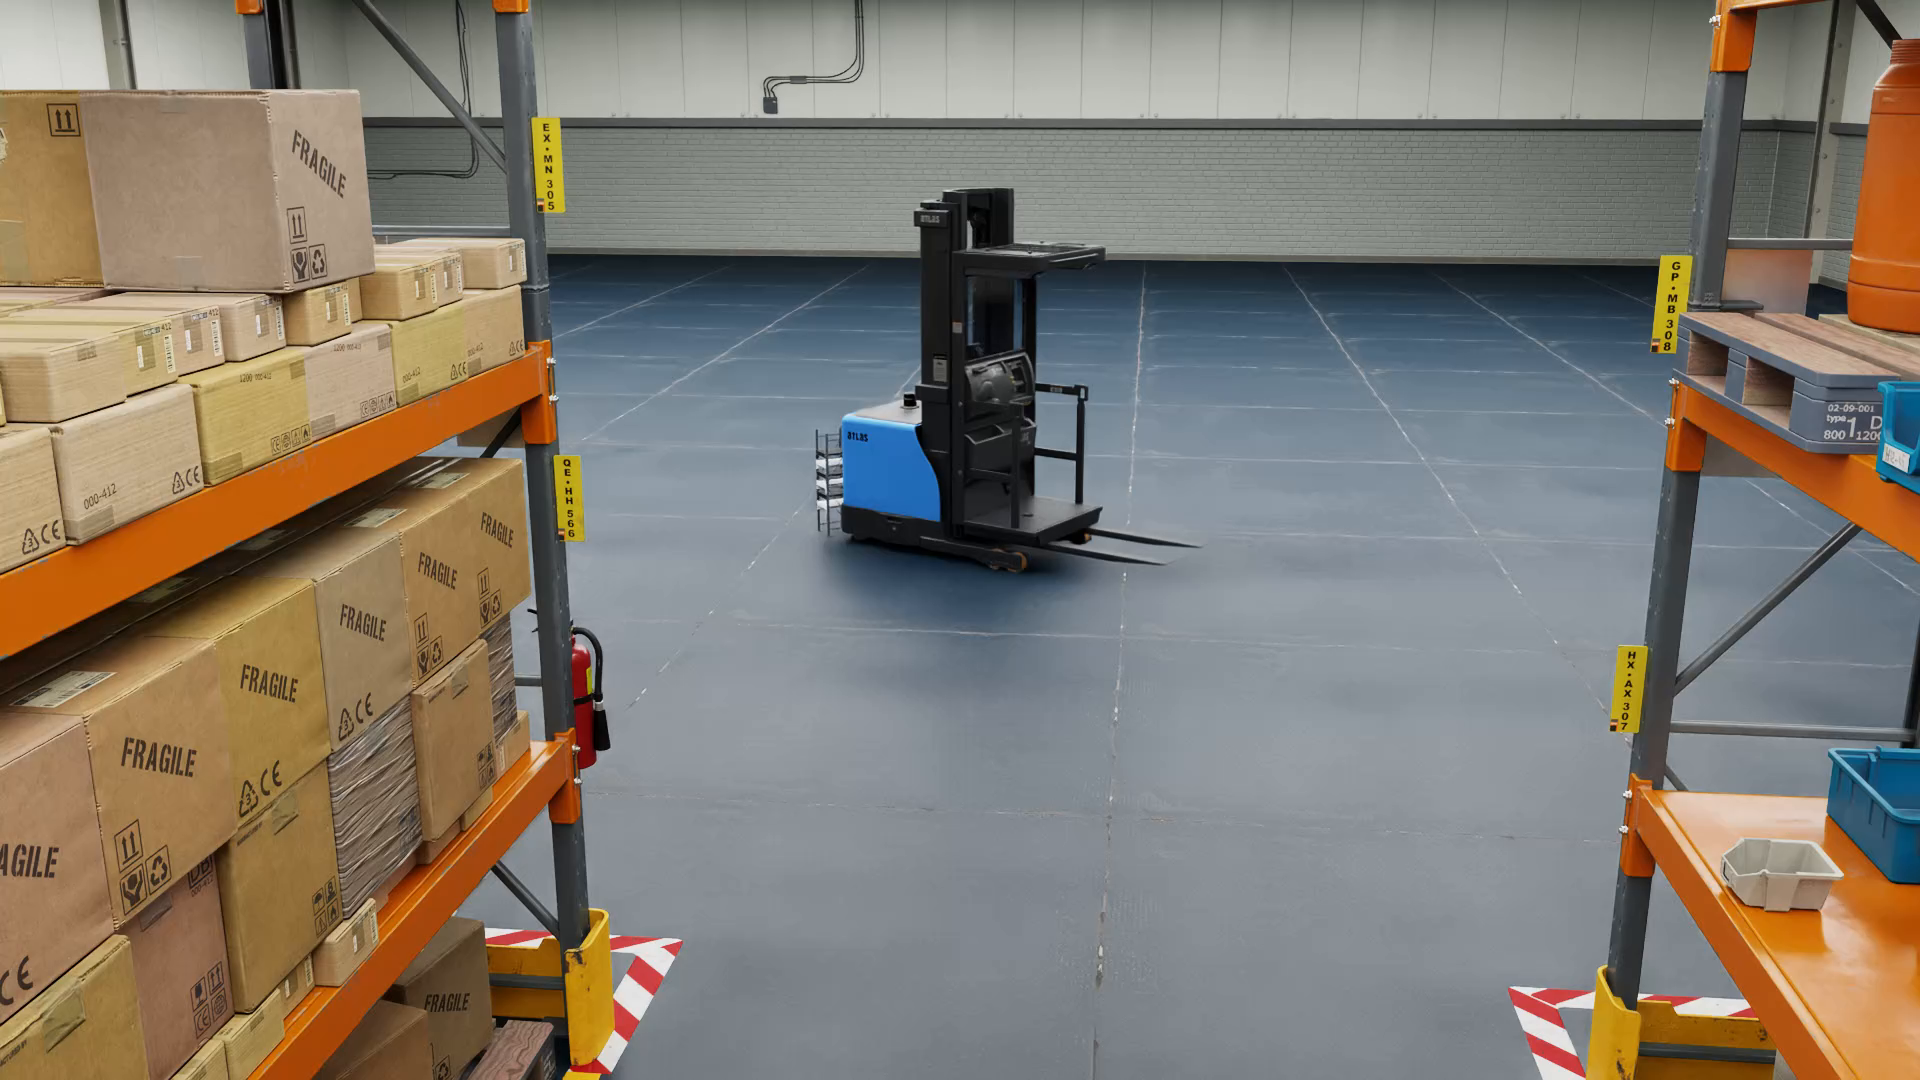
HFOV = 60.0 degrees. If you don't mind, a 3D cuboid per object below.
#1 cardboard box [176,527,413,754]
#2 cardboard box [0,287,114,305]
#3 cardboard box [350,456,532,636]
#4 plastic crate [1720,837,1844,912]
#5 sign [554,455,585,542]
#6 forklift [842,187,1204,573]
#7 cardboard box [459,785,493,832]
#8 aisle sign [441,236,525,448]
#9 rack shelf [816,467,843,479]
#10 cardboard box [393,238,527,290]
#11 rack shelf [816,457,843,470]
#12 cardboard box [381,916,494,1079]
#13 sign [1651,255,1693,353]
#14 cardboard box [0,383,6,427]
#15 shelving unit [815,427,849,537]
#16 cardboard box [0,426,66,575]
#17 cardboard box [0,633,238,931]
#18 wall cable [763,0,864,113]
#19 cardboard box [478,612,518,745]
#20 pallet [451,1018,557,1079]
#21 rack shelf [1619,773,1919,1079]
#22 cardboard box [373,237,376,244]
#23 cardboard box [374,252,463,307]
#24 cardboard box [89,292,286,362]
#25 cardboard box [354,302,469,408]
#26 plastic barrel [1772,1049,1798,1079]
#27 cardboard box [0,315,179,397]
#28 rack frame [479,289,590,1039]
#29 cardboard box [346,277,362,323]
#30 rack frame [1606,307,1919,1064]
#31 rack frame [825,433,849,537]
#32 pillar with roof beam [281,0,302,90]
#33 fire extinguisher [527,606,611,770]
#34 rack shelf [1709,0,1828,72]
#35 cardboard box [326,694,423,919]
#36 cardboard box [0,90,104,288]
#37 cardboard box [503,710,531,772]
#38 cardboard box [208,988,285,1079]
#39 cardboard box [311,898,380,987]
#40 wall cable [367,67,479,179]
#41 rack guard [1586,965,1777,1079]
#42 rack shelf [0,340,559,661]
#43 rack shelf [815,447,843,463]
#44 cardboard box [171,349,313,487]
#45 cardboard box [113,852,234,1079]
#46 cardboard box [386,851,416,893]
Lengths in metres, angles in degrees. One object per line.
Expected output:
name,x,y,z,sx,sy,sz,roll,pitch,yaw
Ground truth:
cardboard box,-1.922,0.272,4.734,0.500,0.500,0.500,2,15,6
cardboard box,-2.419,-0.564,4.280,0.380,0.149,0.250,2,15,6
cardboard box,-1.812,0.012,5.694,0.500,0.500,0.500,2,15,6
plastic crate,2.505,1.032,5.102,0.298,0.136,0.250,2,15,6
sign,-1.446,-0.153,6.159,0.100,0.325,0.005,2,15,6
forklift,0.498,-1.308,13.384,3.031,2.935,1.130,10,18,33
cardboard box,-1.828,0.869,5.682,0.380,0.149,0.250,2,15,6
aisle sign,-1.690,-0.725,6.118,0.394,0.787,0.004,2,15,6
rack shelf,-1.080,-0.555,14.274,0.258,0.077,0.200,-8,17,-28
cardboard box,-1.717,-0.950,5.706,0.380,0.149,0.250,2,15,6
rack shelf,-1.080,-0.642,14.251,0.258,0.077,0.200,-8,17,-28
cardboard box,-2.082,1.702,6.105,0.500,0.500,0.500,5,16,17
sign,2.380,-0.787,5.563,0.100,0.325,0.005,2,15,6
cardboard box,-2.105,-0.275,3.209,0.380,0.149,0.250,2,15,8
shelving unit,-1.080,-0.501,14.289,0.258,0.900,0.210,-8,17,-28
cardboard box,-2.087,-0.048,3.134,0.500,0.250,0.500,2,15,6
cardboard box,-2.031,0.531,3.775,0.500,0.500,0.500,2,15,6
wall cable,-3.286,-12.506,36.658,2.305,6.003,0.169,2,15,6
cardboard box,-2.085,0.487,5.854,0.875,0.500,0.500,2,15,6
pallet,-2.131,2.112,5.946,1.003,0.211,1.213,2,15,6
rack shelf,2.700,1.549,4.067,1.077,0.370,4.000,2,15,6
cardboard box,-2.256,-0.967,5.768,0.380,0.149,0.250,2,15,6
cardboard box,-1.784,-0.812,5.195,0.380,0.149,0.250,1,15,4
cardboard box,-1.948,-0.543,4.201,0.380,0.149,0.250,1,15,3
cardboard box,-1.851,-0.577,5.089,0.500,0.250,0.500,2,15,7
plastic barrel,2.928,1.854,5.522,0.421,0.512,0.421,0,15,0
cardboard box,-1.994,-0.408,3.703,0.380,0.149,0.250,1,15,5
rack frame,-1.995,0.537,6.431,1.000,3.000,0.127,2,15,6
cardboard box,-1.941,-0.686,4.728,0.380,0.149,0.250,2,15,7
rack frame,2.926,0.683,5.891,1.000,3.000,0.127,2,15,6
rack frame,-1.030,-0.477,14.204,0.240,0.900,0.006,-8,17,-28
pillar with roof beam,-10.086,-10.296,35.001,9.100,9.000,0.400,2,15,6
fire extinguisher,-1.525,0.558,6.500,0.296,0.674,0.183,2,15,6
rack shelf,2.700,-1.154,3.336,1.077,0.370,4.000,2,15,6
cardboard box,-2.121,0.748,4.887,0.875,0.500,0.500,2,15,6
cardboard box,-2.431,-0.967,4.527,0.500,0.500,0.500,2,15,6
cardboard box,-1.822,0.738,6.168,0.380,0.149,0.250,2,15,6
cardboard box,-1.968,1.259,4.240,0.380,0.149,0.250,2,15,6
cardboard box,-1.887,1.130,4.717,0.380,0.149,0.250,2,15,6
wall cable,-12.717,-9.649,38.556,3.097,2.526,0.112,2,15,6
rack guard,2.964,1.910,6.139,1.175,0.500,0.348,2,15,6
rack shelf,-2.221,-0.045,4.215,1.077,0.370,4.000,2,15,6
rack shelf,-1.080,-0.729,14.227,0.258,0.077,0.200,-8,17,-28
cardboard box,-1.969,-0.314,4.116,0.500,0.250,0.500,1,15,5
cardboard box,-2.287,1.006,3.933,0.875,0.500,0.500,2,15,6
cardboard box,-1.941,0.997,5.209,0.380,0.149,0.250,2,15,6
